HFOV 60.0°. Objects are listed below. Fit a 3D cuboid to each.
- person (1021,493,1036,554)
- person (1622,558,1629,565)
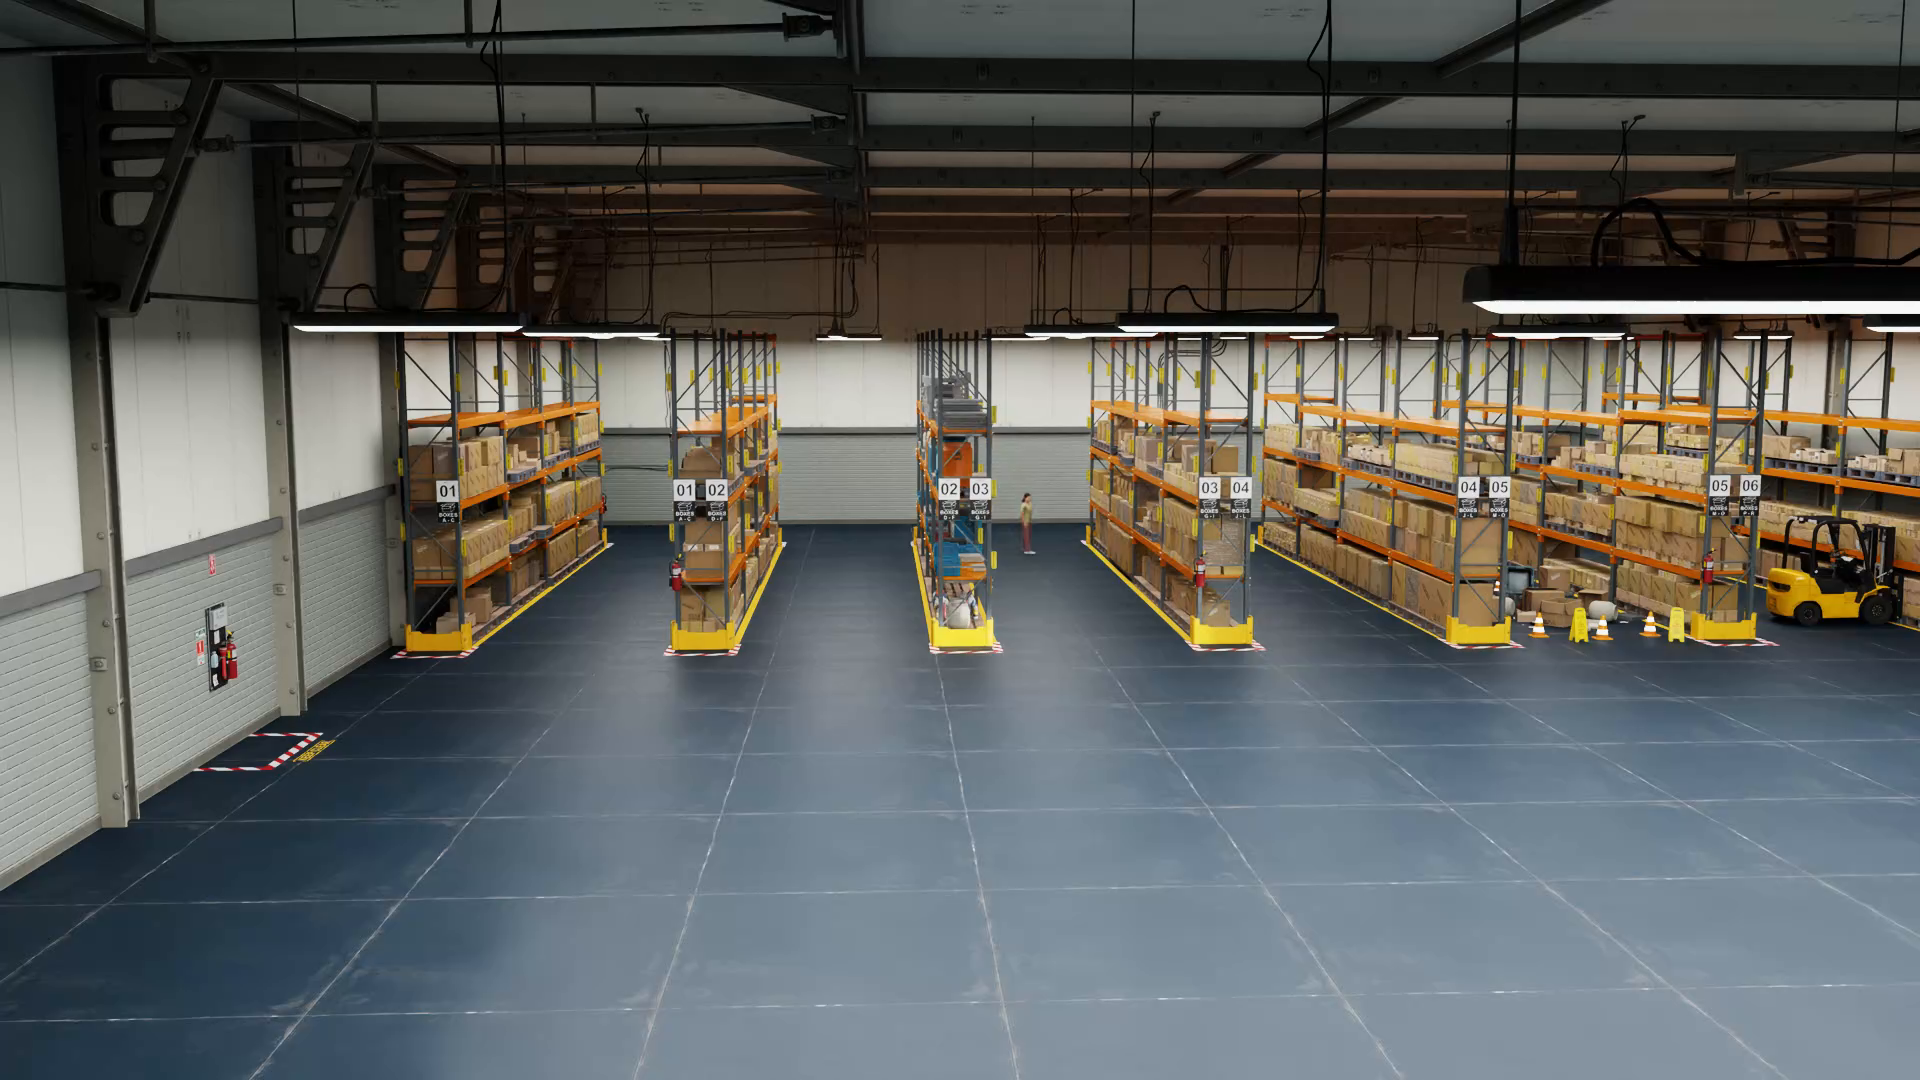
[{"bbox_3d":[1.878,-0.444,45.384,0.436,1.706,0.540,4,8,30],"label":"person"},{"bbox_3d":[16.116,0.109,40.216,0.414,1.770,0.713,3,7,24],"label":"person"}]
